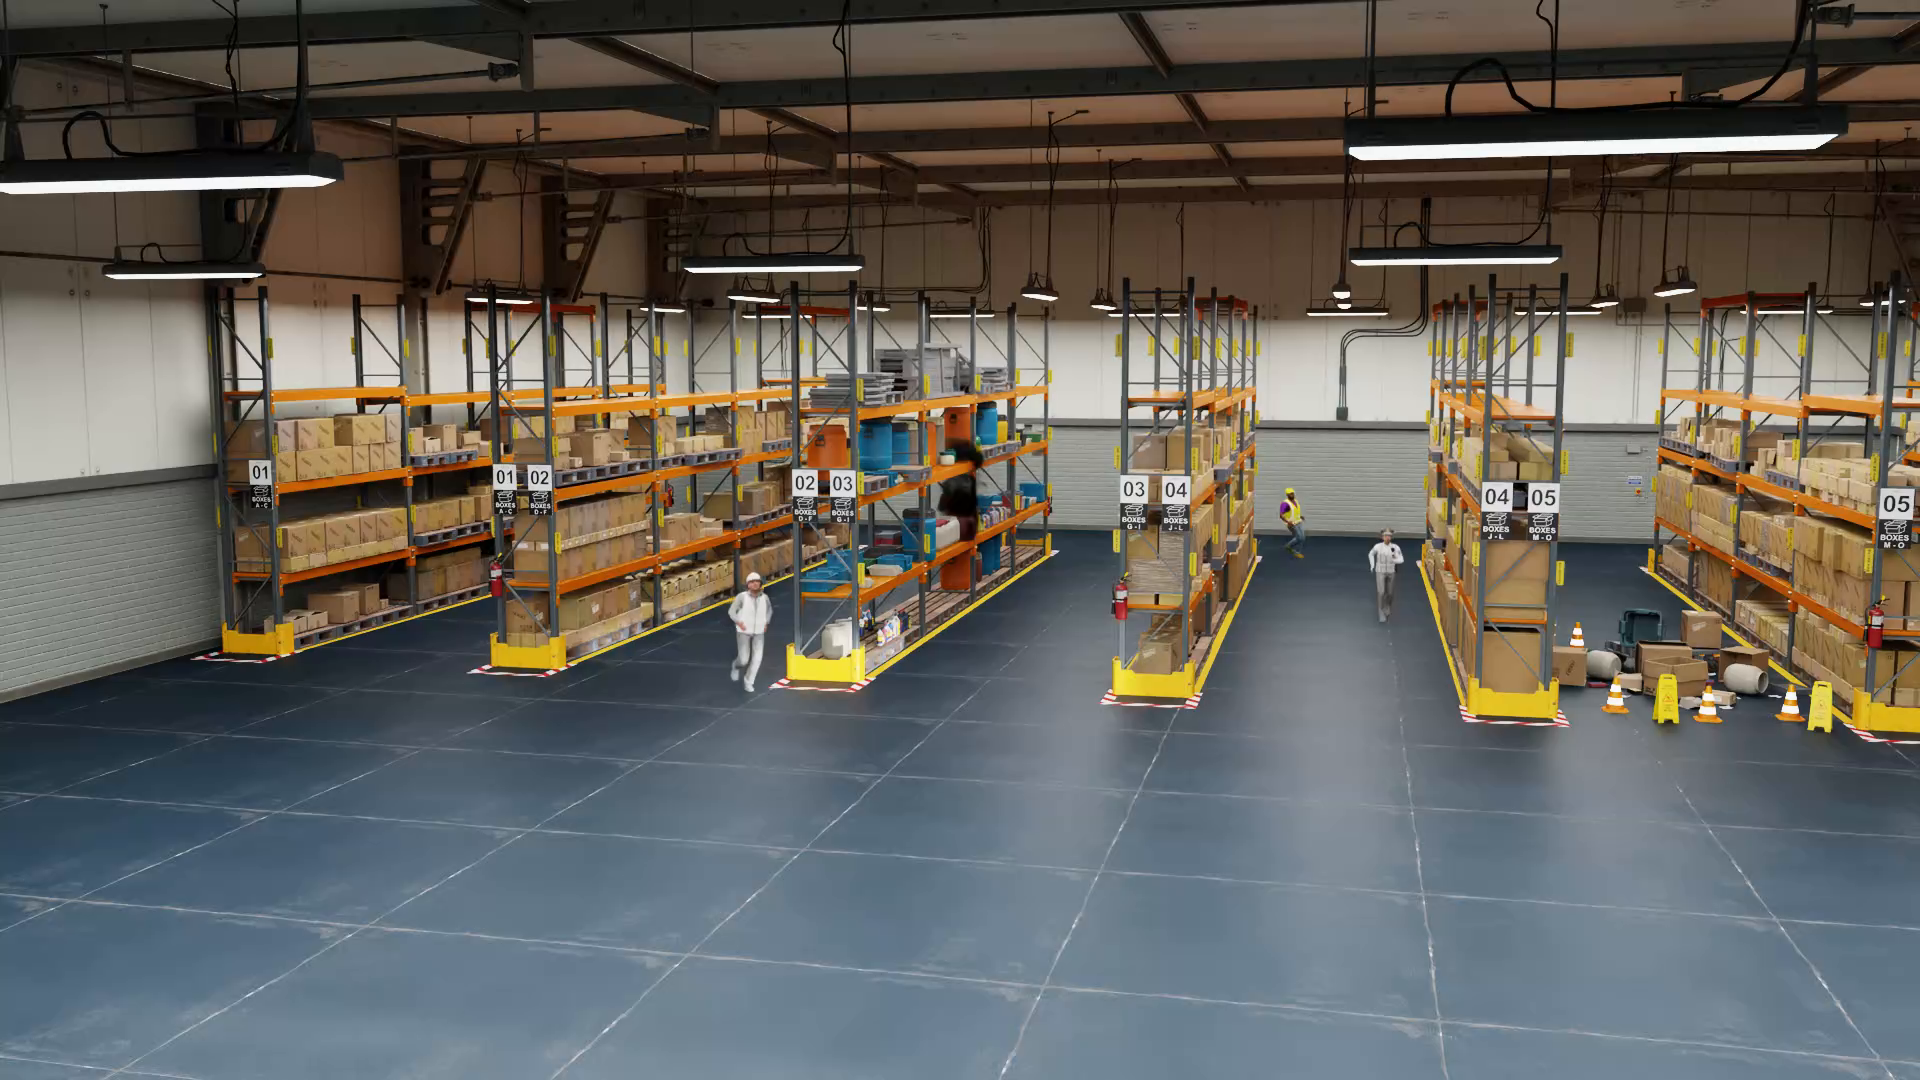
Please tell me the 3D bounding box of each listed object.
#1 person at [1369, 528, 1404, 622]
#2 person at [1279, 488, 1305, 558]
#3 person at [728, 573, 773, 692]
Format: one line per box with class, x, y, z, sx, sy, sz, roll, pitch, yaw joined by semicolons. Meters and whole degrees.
person;7.861;0.617;30.684;0.608;1.683;0.940;1;7;10
person;7.964;-0.405;39.825;0.736;1.697;0.534;-6;9;-40
person;-3.075;1.339;24.532;0.685;1.735;0.681;-3;7;-23
